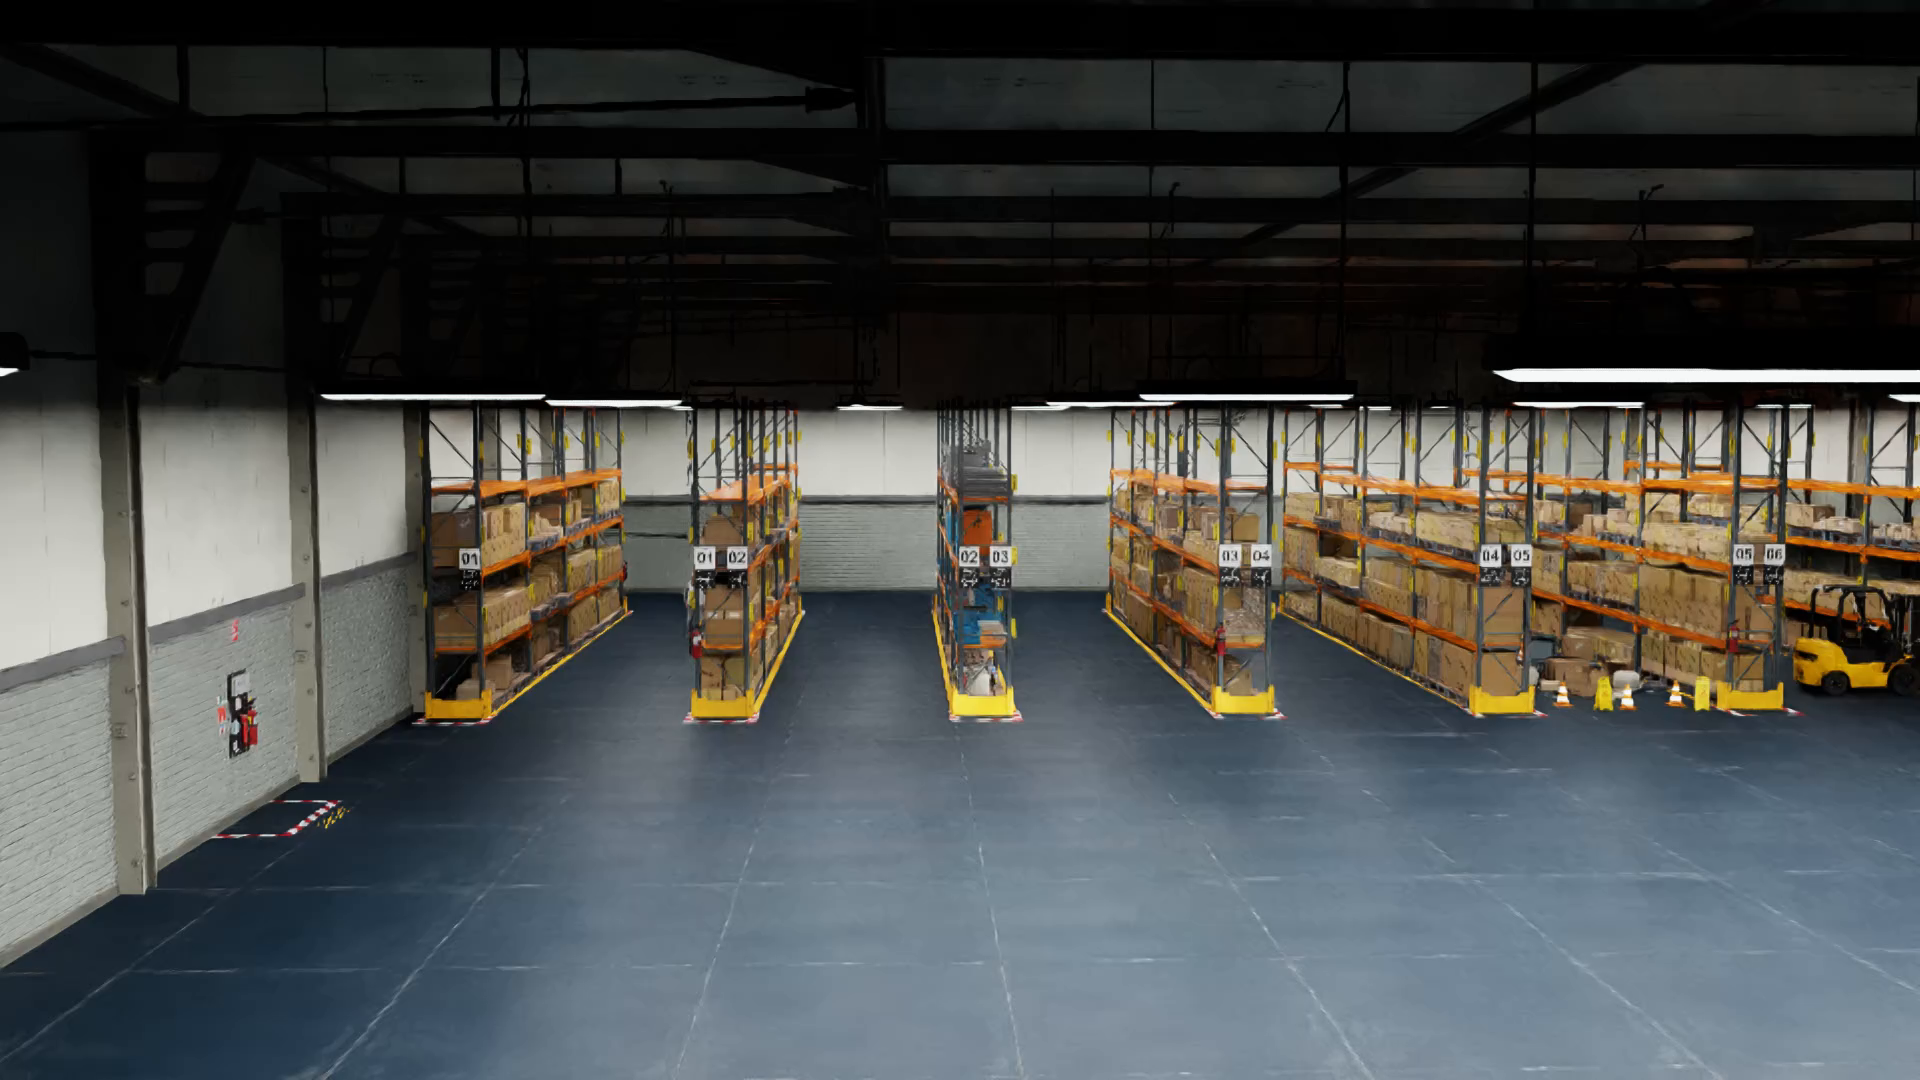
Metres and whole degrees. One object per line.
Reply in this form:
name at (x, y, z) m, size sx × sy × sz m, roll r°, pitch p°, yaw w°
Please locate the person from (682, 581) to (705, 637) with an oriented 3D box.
person at (-6.690, 1.730, 42.146) m, size 0.677 × 1.495 × 0.491 m, roll 0°, pitch 4°, yaw -4°
